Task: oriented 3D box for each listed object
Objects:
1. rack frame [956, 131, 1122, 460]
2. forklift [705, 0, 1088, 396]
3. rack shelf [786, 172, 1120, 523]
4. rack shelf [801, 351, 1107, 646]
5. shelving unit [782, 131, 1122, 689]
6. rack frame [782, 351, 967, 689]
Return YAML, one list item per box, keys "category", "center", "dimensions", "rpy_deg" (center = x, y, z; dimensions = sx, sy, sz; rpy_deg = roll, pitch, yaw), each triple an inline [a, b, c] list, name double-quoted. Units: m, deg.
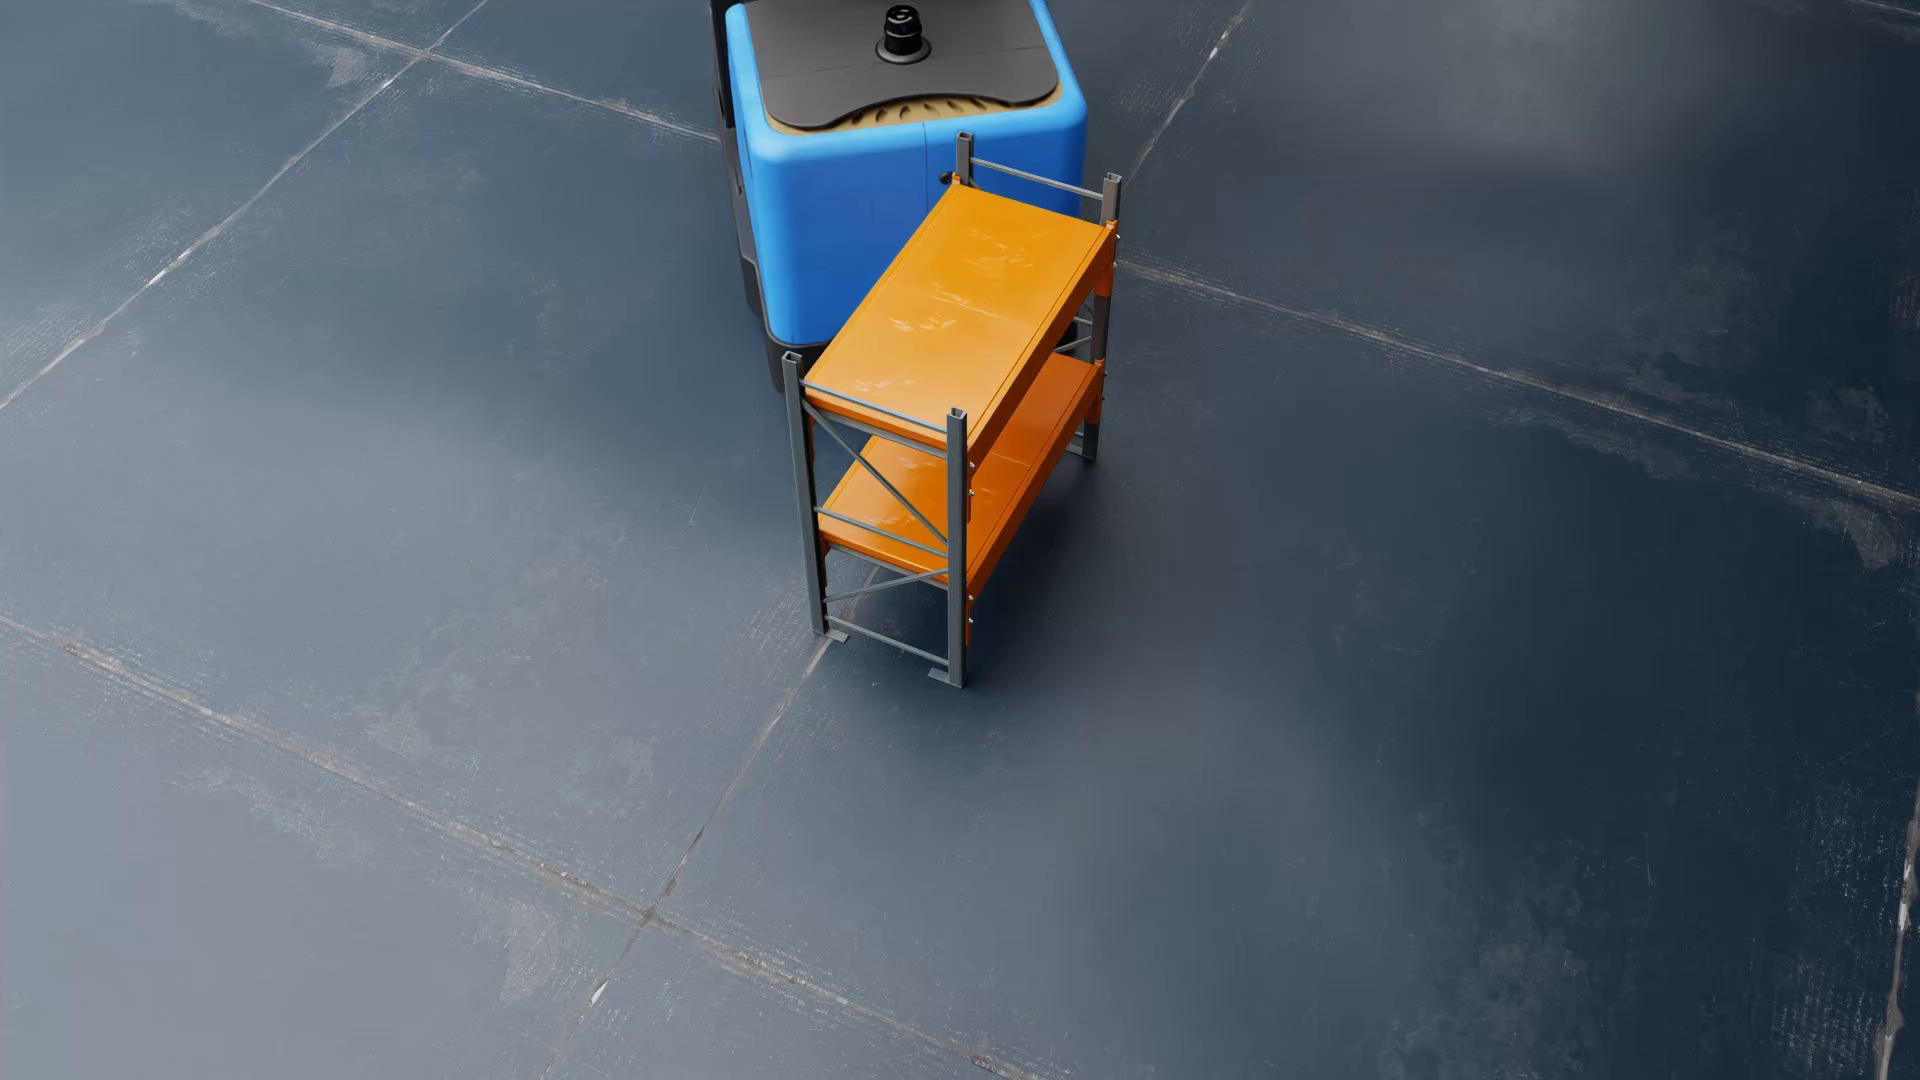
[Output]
- category: "rack frame"
  center: [0.220, -0.719, 5.123]
  dimensions: [0.500, 1.125, 0.032]
  rpy_deg: [20, 52, 16]
- category: "forklift"
  center: [-0.387, -2.565, 5.508]
  dimensions: [1.130, 2.935, 3.031]
  rpy_deg: [-8, 50, -7]
- category: "rack shelf"
  center: [0.003, -0.559, 4.603]
  dimensions: [0.538, 0.278, 1.000]
  rpy_deg: [20, 52, 16]
- category: "rack shelf"
  center: [0.003, -0.211, 5.012]
  dimensions: [0.538, 0.278, 1.000]
  rpy_deg: [20, 52, 16]
- category: "shelving unit"
  center: [0.003, -0.369, 4.826]
  dimensions: [0.538, 1.125, 1.048]
  rpy_deg: [20, 52, 16]
- category: "rack frame"
  center: [-0.214, -0.019, 4.528]
  dimensions: [0.500, 1.125, 0.032]
  rpy_deg: [20, 52, 16]
